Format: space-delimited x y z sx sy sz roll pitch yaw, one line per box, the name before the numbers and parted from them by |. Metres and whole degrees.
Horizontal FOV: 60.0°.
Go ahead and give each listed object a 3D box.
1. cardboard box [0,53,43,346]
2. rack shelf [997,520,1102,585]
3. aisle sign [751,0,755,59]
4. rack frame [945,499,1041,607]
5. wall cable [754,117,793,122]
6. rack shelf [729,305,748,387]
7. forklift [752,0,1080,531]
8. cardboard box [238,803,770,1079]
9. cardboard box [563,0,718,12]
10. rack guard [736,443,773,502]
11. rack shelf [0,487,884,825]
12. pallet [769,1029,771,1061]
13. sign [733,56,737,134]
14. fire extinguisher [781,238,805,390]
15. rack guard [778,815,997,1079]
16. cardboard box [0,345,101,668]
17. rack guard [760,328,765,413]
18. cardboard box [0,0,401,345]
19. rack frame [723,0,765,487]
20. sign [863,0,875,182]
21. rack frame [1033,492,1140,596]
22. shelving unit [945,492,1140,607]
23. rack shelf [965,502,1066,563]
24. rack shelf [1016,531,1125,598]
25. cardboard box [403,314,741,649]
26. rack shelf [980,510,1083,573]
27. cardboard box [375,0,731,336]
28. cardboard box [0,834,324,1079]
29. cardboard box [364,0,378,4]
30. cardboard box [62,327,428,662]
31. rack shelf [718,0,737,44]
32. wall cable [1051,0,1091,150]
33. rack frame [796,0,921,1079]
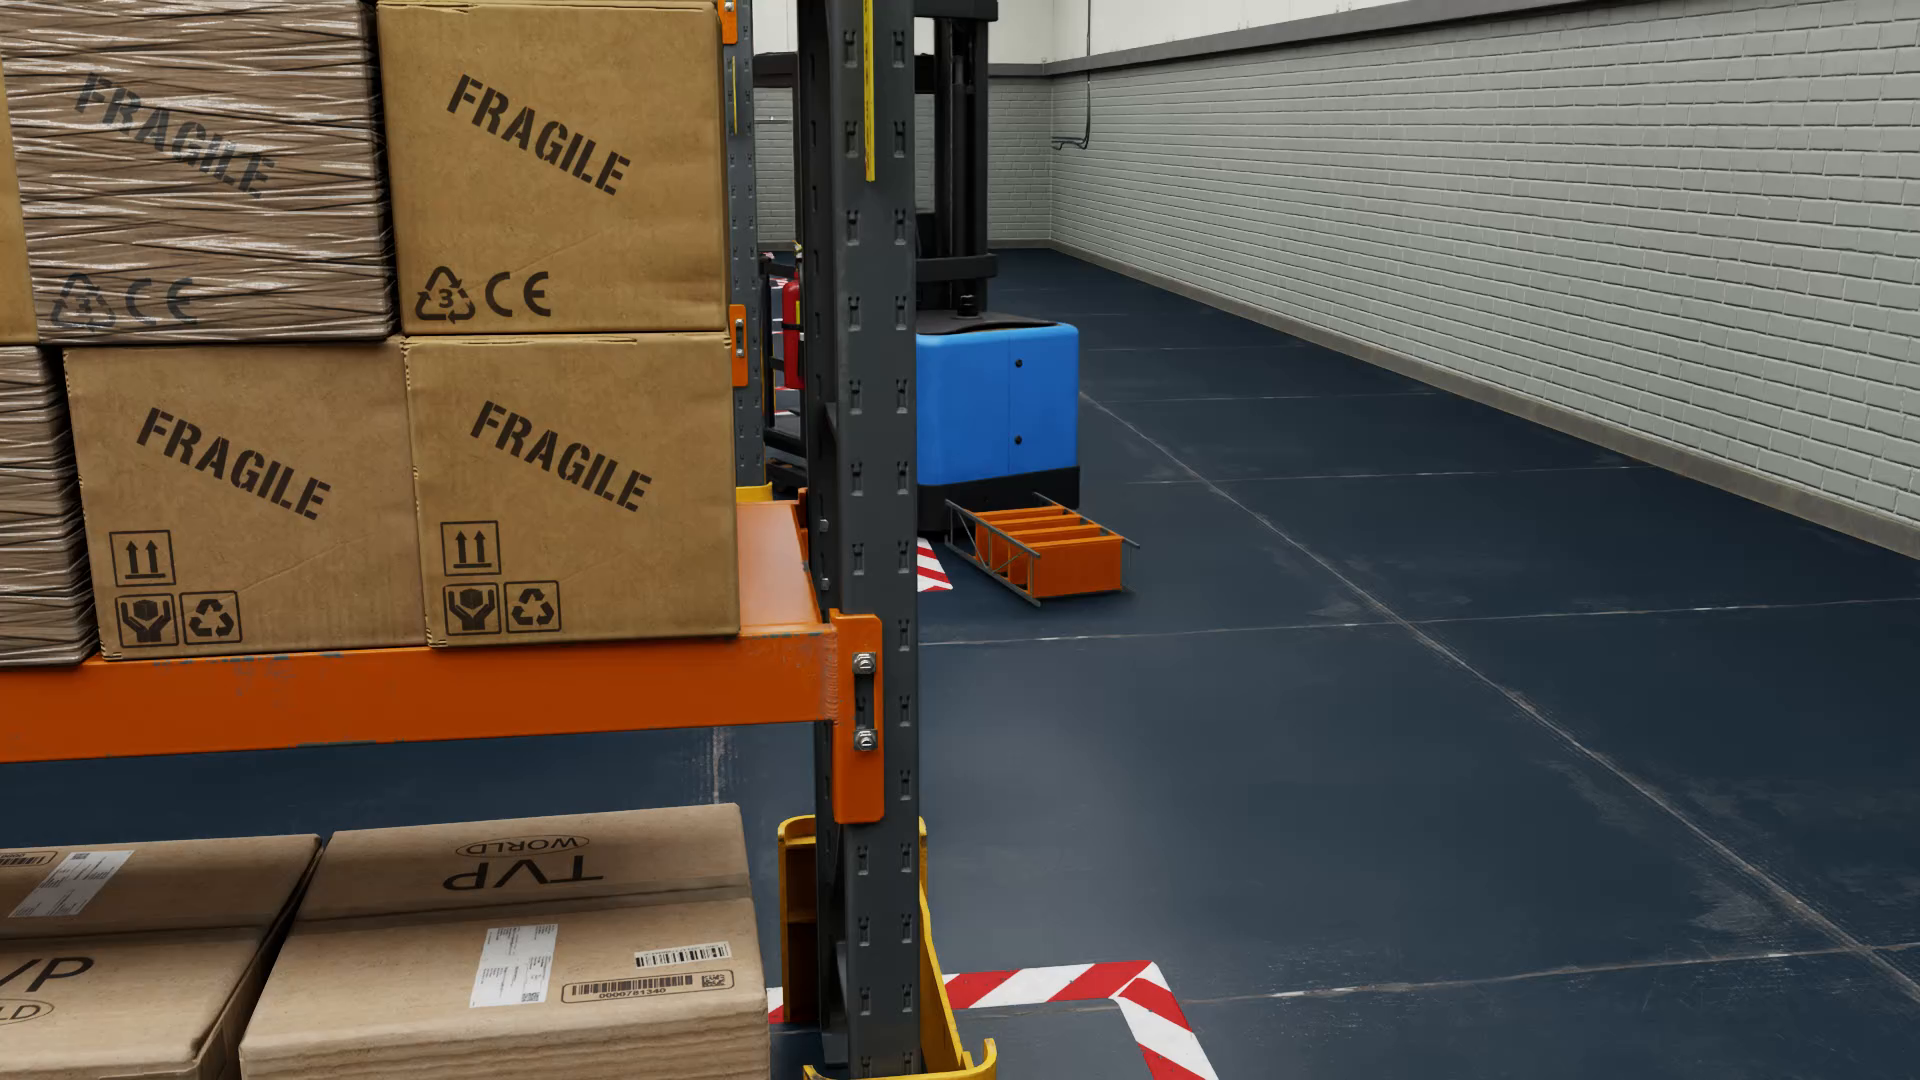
cardboard box | -1.650 -0.582 2.616 0.500 0.500 0.500 -2 14 -9
rack shelf | 0.424 0.061 7.876 0.480 0.258 0.148 -5 15 -20
aisle sign | -0.927 -2.545 7.360 0.004 0.787 0.394 -2 14 -8
rack frame | 0.141 0.046 7.934 0.015 0.240 1.200 -5 15 -20
wall cable | -2.771 -6.892 27.947 1.851 1.984 0.084 -2 14 -8
rack shelf | -3.021 -0.932 7.752 4.000 0.370 1.077 -2 14 -8
forklift | -0.577 -1.763 9.728 1.130 2.935 3.031 -9 17 -33
cardboard box | -0.844 0.920 3.290 0.875 0.438 0.875 -3 14 -10
cardboard box | -0.531 -0.954 2.764 0.250 0.149 0.380 -2 14 -8
rack guard | -1.119 -0.139 8.247 0.348 0.500 1.175 -2 14 -8
rack shelf | -2.184 0.255 3.019 4.000 0.370 1.077 -2 14 -8
pallet | -0.985 1.234 3.369 1.213 0.211 1.003 -2 14 -8
sign | -0.981 -1.934 7.239 0.005 0.325 0.100 -2 14 -8
fire extinguisher | -0.726 -1.033 7.602 0.183 0.674 0.296 -2 14 -8
rack guard | -0.183 1.045 3.528 0.348 0.500 1.175 -2 14 -8
cardboard box | -1.650 -0.099 2.743 0.500 0.500 0.500 -2 14 -7
rack guard | -1.659 -1.339 13.033 0.348 0.500 1.175 -2 14 -8
cardboard box | -1.160 -0.599 2.685 0.500 0.500 0.500 -2 14 -8
rack frame | -1.044 -1.354 7.953 0.127 3.000 1.000 -2 14 -8
sign | -0.139 -0.712 2.528 0.005 0.325 0.100 -2 14 -8
rack frame | 0.597 0.004 8.101 0.015 0.240 1.200 -5 15 -20
shelving unit | 0.369 0.025 8.017 0.503 0.258 1.200 -5 15 -20
rack shelf | 0.275 -0.036 8.259 0.480 0.258 0.148 -5 15 -20
rack shelf | 0.508 0.114 7.661 0.480 0.258 0.148 -5 15 -20
cardboard box | -0.644 -0.134 2.885 0.500 0.500 0.500 -2 14 -8
rack shelf | 0.345 0.010 8.079 0.480 0.258 0.148 -5 15 -20
cardboard box | -0.648 -0.625 2.788 0.500 0.500 0.500 -2 14 -6
cardboard box | -1.748 0.956 3.149 0.875 0.438 0.875 -2 14 -7
cardboard box | -1.021 -0.909 2.586 0.250 0.149 0.380 -2 14 -9
cardboard box | -1.142 -0.120 2.826 0.500 0.500 0.500 -2 14 -9
rack shelf | -3.021 -2.387 7.387 4.000 0.370 1.077 -2 14 -8
wall cable | 1.750 -7.648 27.101 0.112 2.526 3.097 -2 14 -8
rack frame | -0.206 -0.167 3.220 0.127 3.000 1.000 -2 14 -8
